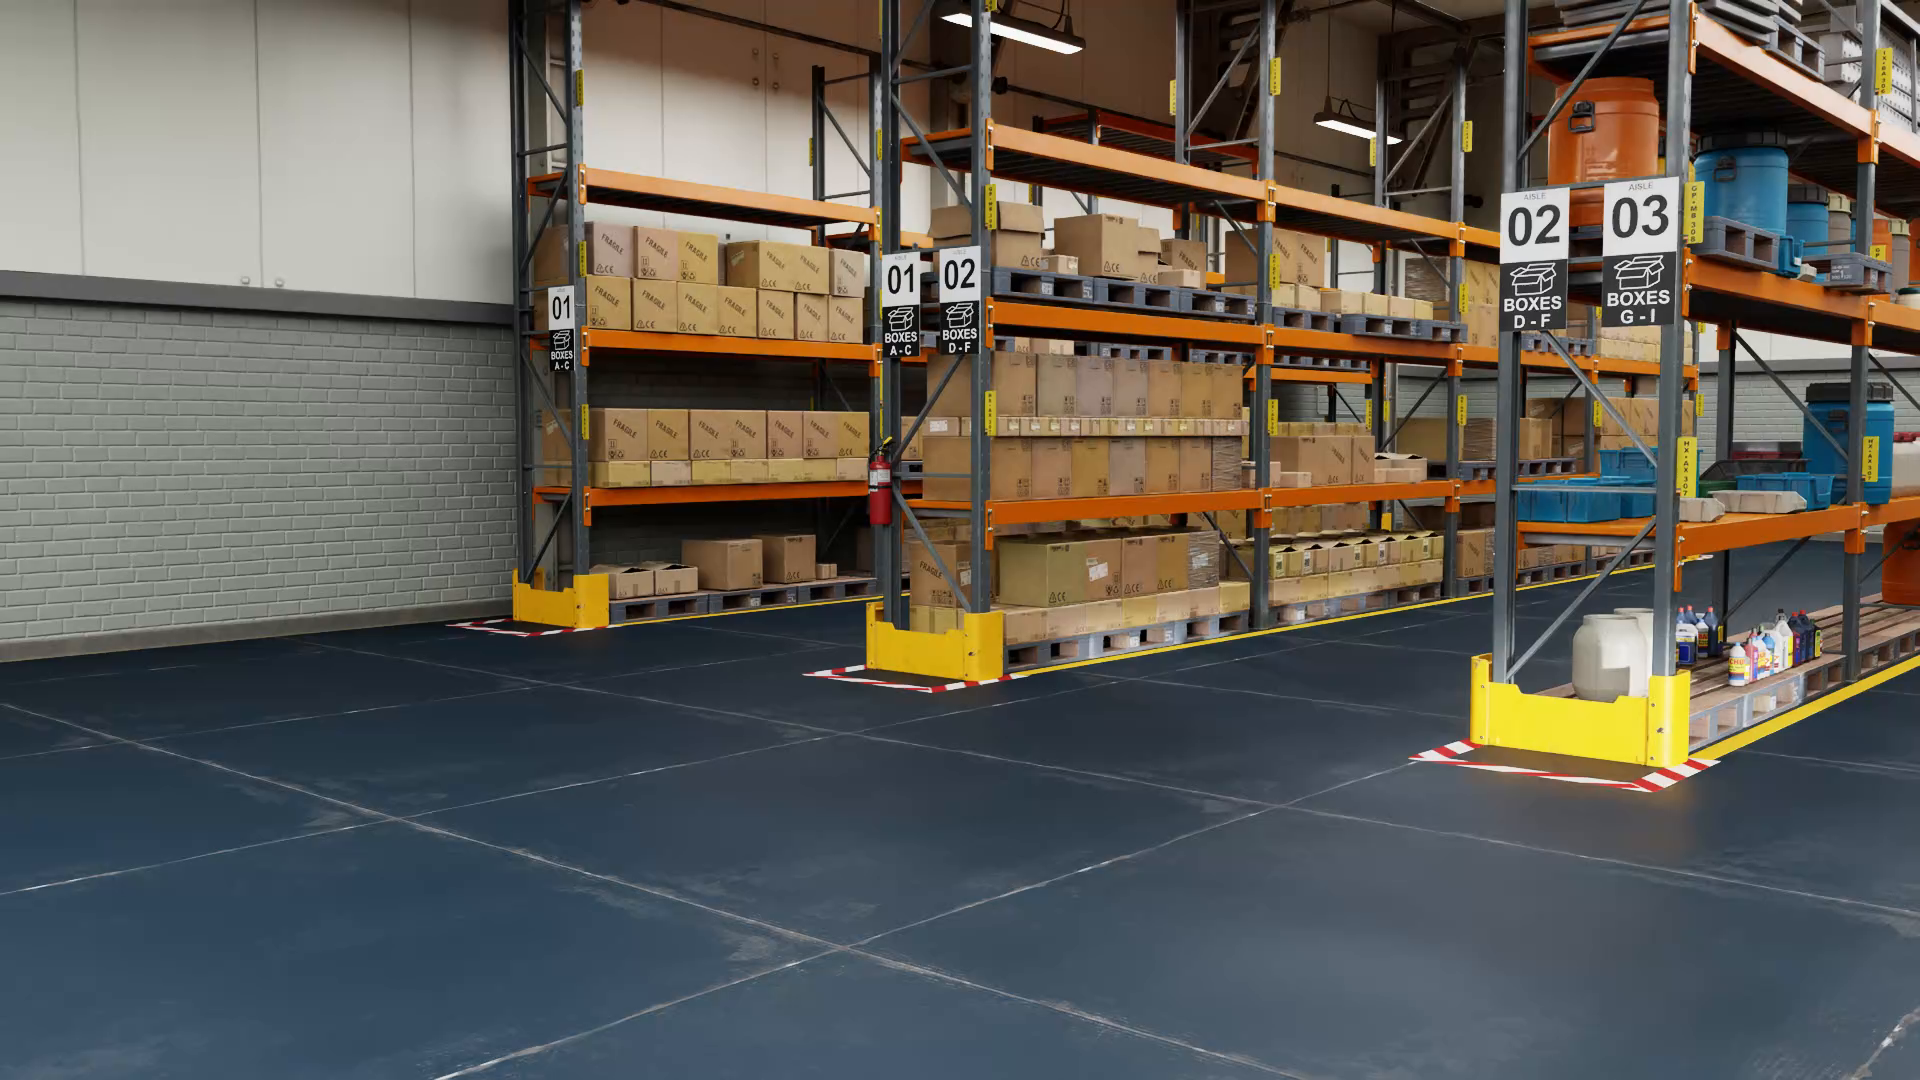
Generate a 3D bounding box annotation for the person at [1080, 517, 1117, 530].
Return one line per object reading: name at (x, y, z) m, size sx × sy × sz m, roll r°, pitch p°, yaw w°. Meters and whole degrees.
person at (1.444, -0.099, 16.844) m, size 0.544 × 1.681 × 0.464 m, roll -3°, pitch 5°, yaw -41°
